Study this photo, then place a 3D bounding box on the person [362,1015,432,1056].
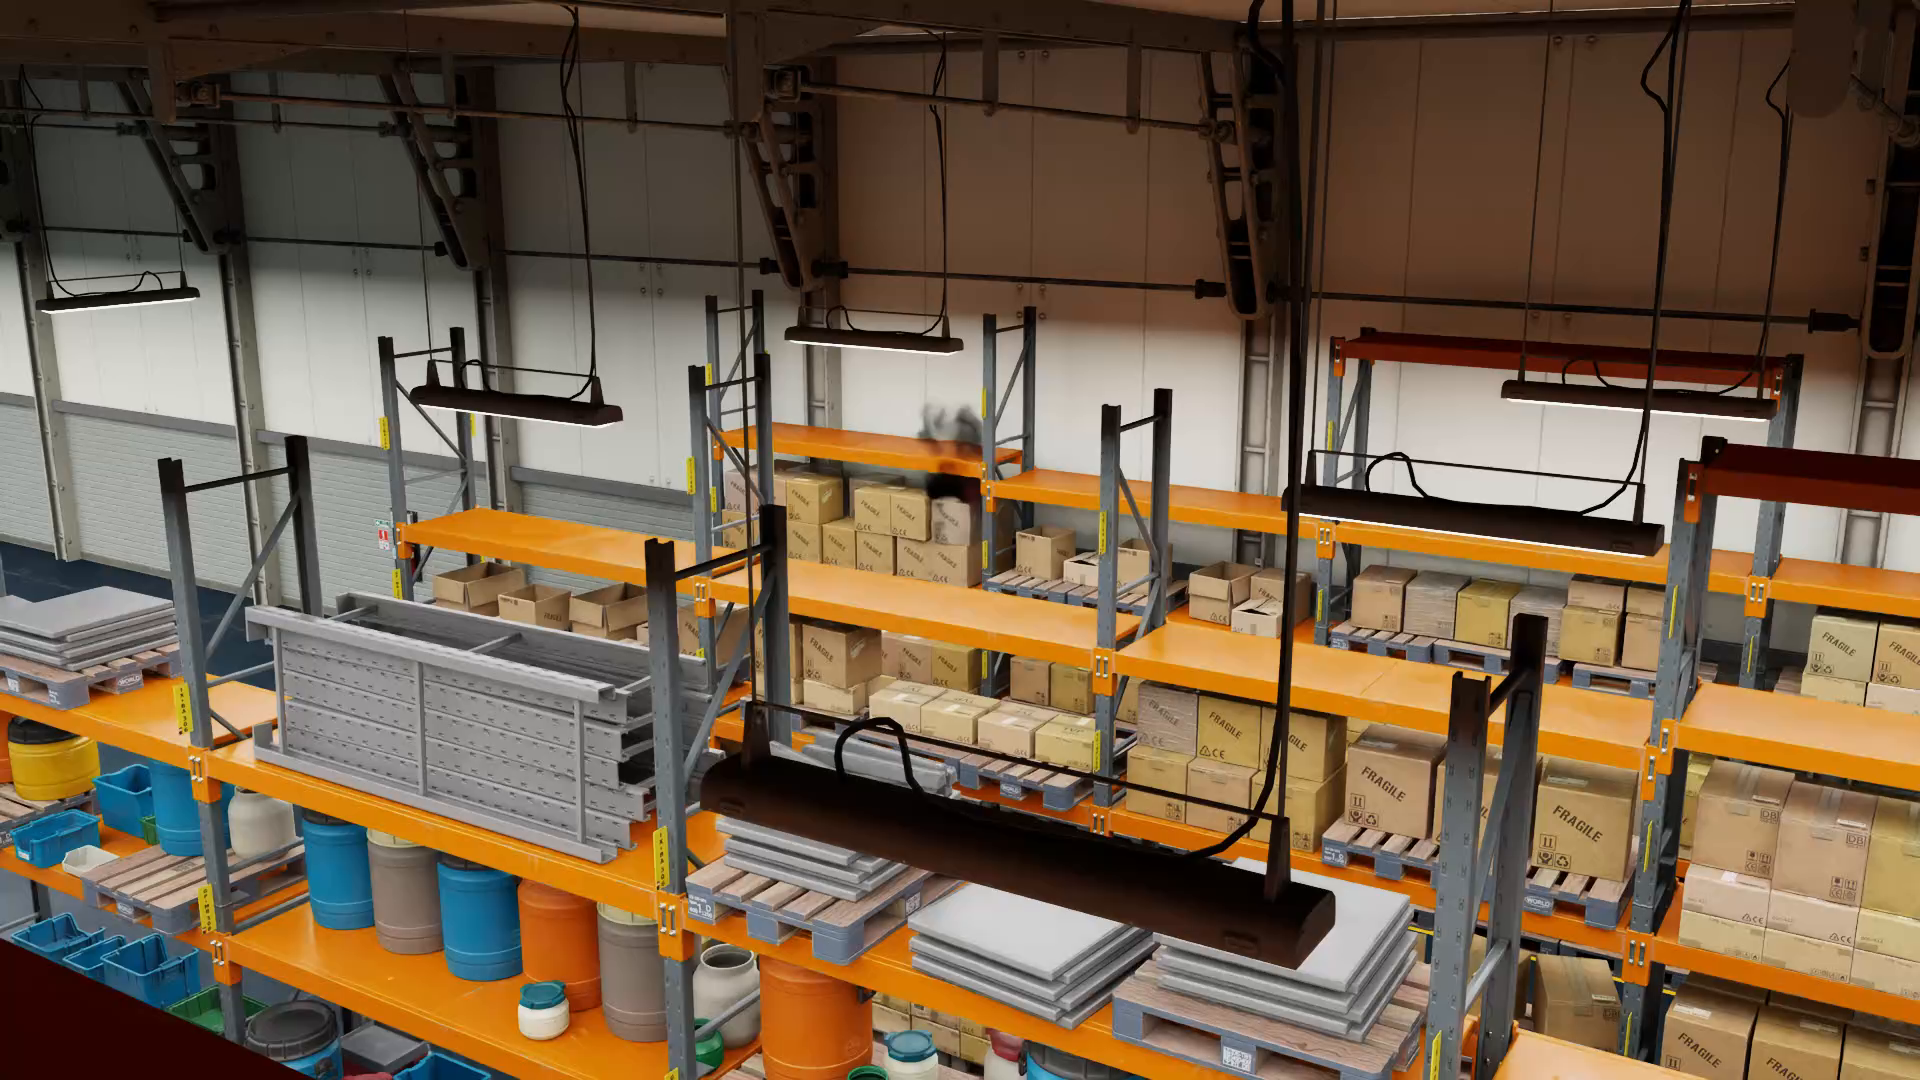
[{"bbox_3d":[-4.838,3.886,14.014,0.924,1.666,0.606,5,15,20],"label":"person"}]
